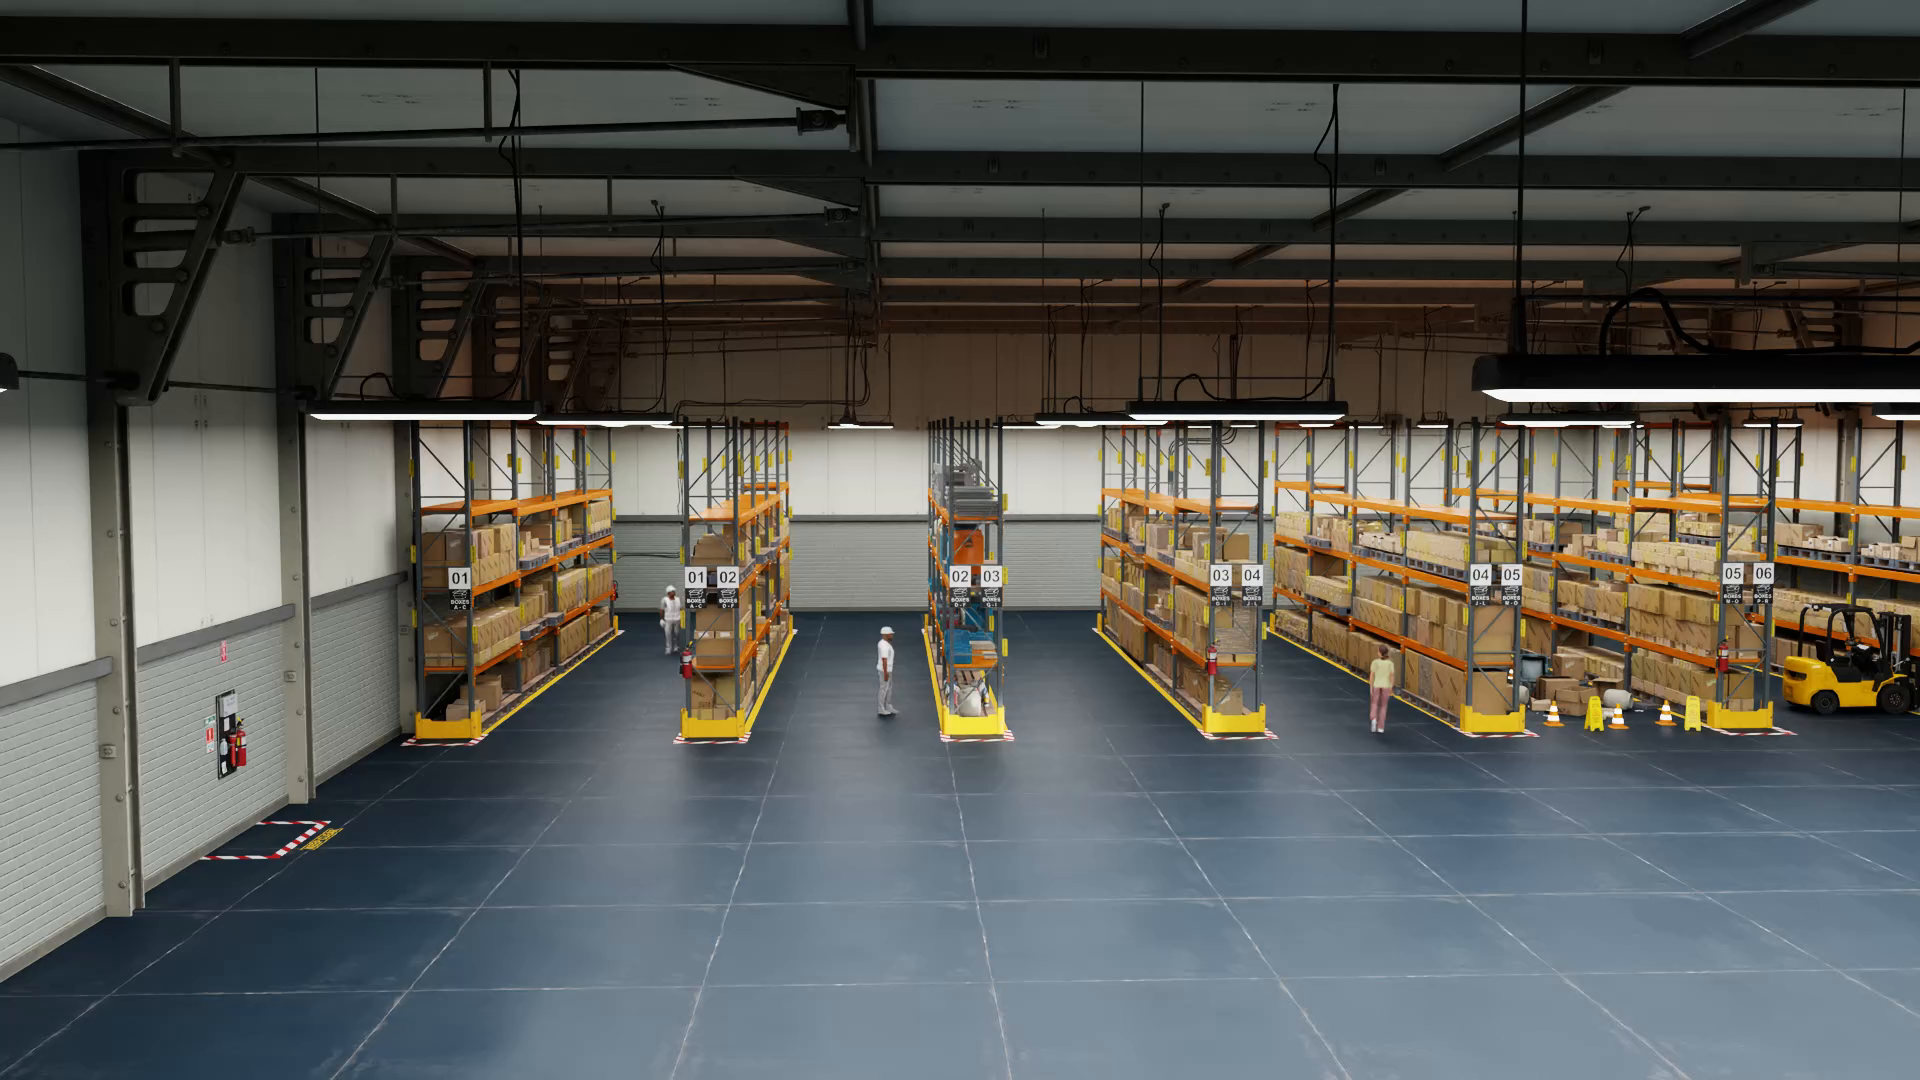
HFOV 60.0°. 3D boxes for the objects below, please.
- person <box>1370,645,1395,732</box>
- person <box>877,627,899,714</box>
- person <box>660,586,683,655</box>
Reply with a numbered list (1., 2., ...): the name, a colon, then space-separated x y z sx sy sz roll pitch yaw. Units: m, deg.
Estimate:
1. person: 7.991 2.819 31.484 0.445 1.664 0.485 2 4 25
2. person: -1.460 2.643 33.645 0.453 1.781 0.602 0 4 0
3. person: -7.359 2.052 42.641 0.668 1.728 1.050 0 4 -5
